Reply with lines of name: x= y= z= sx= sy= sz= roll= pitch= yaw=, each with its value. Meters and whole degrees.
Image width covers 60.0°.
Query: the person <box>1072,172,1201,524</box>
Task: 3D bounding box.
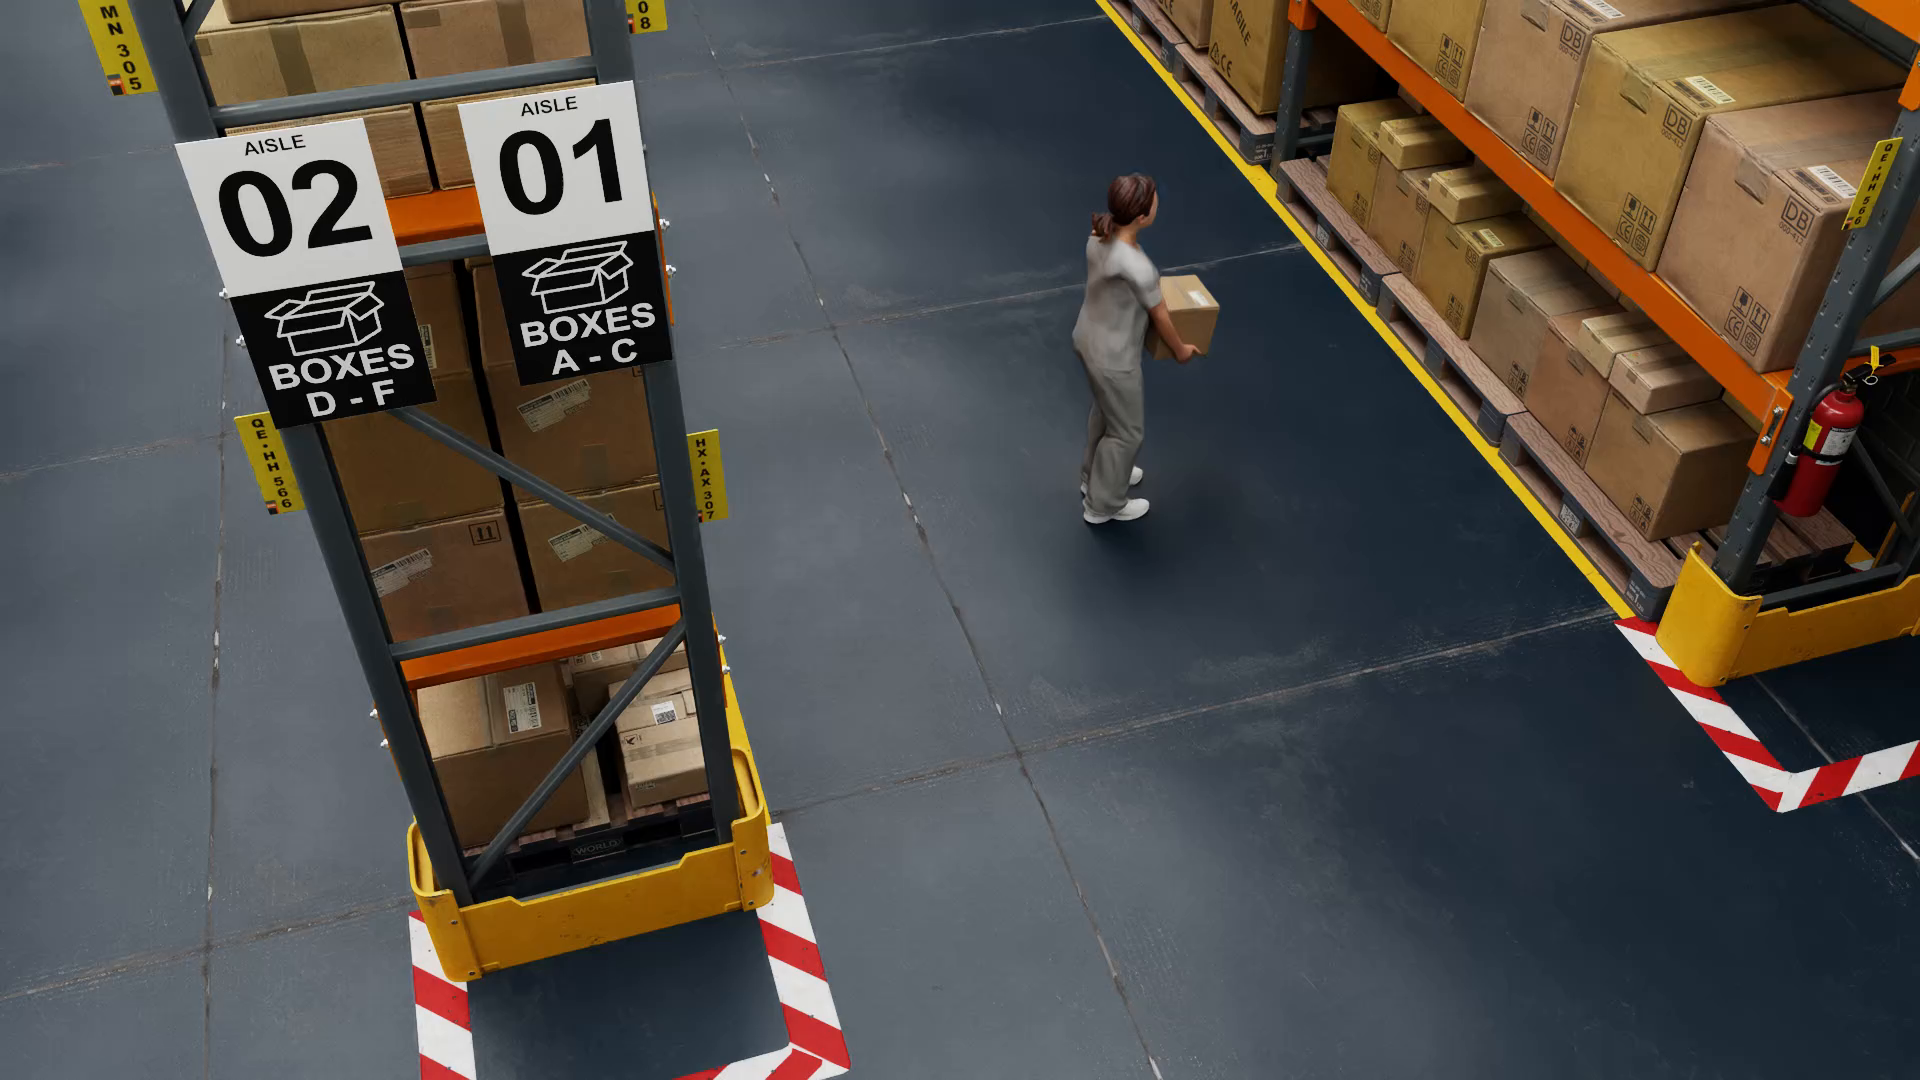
person: x=0.732 y=-0.818 z=7.069 sx=0.505 sy=1.666 sz=0.411 roll=-13 pitch=44 yaw=-14
